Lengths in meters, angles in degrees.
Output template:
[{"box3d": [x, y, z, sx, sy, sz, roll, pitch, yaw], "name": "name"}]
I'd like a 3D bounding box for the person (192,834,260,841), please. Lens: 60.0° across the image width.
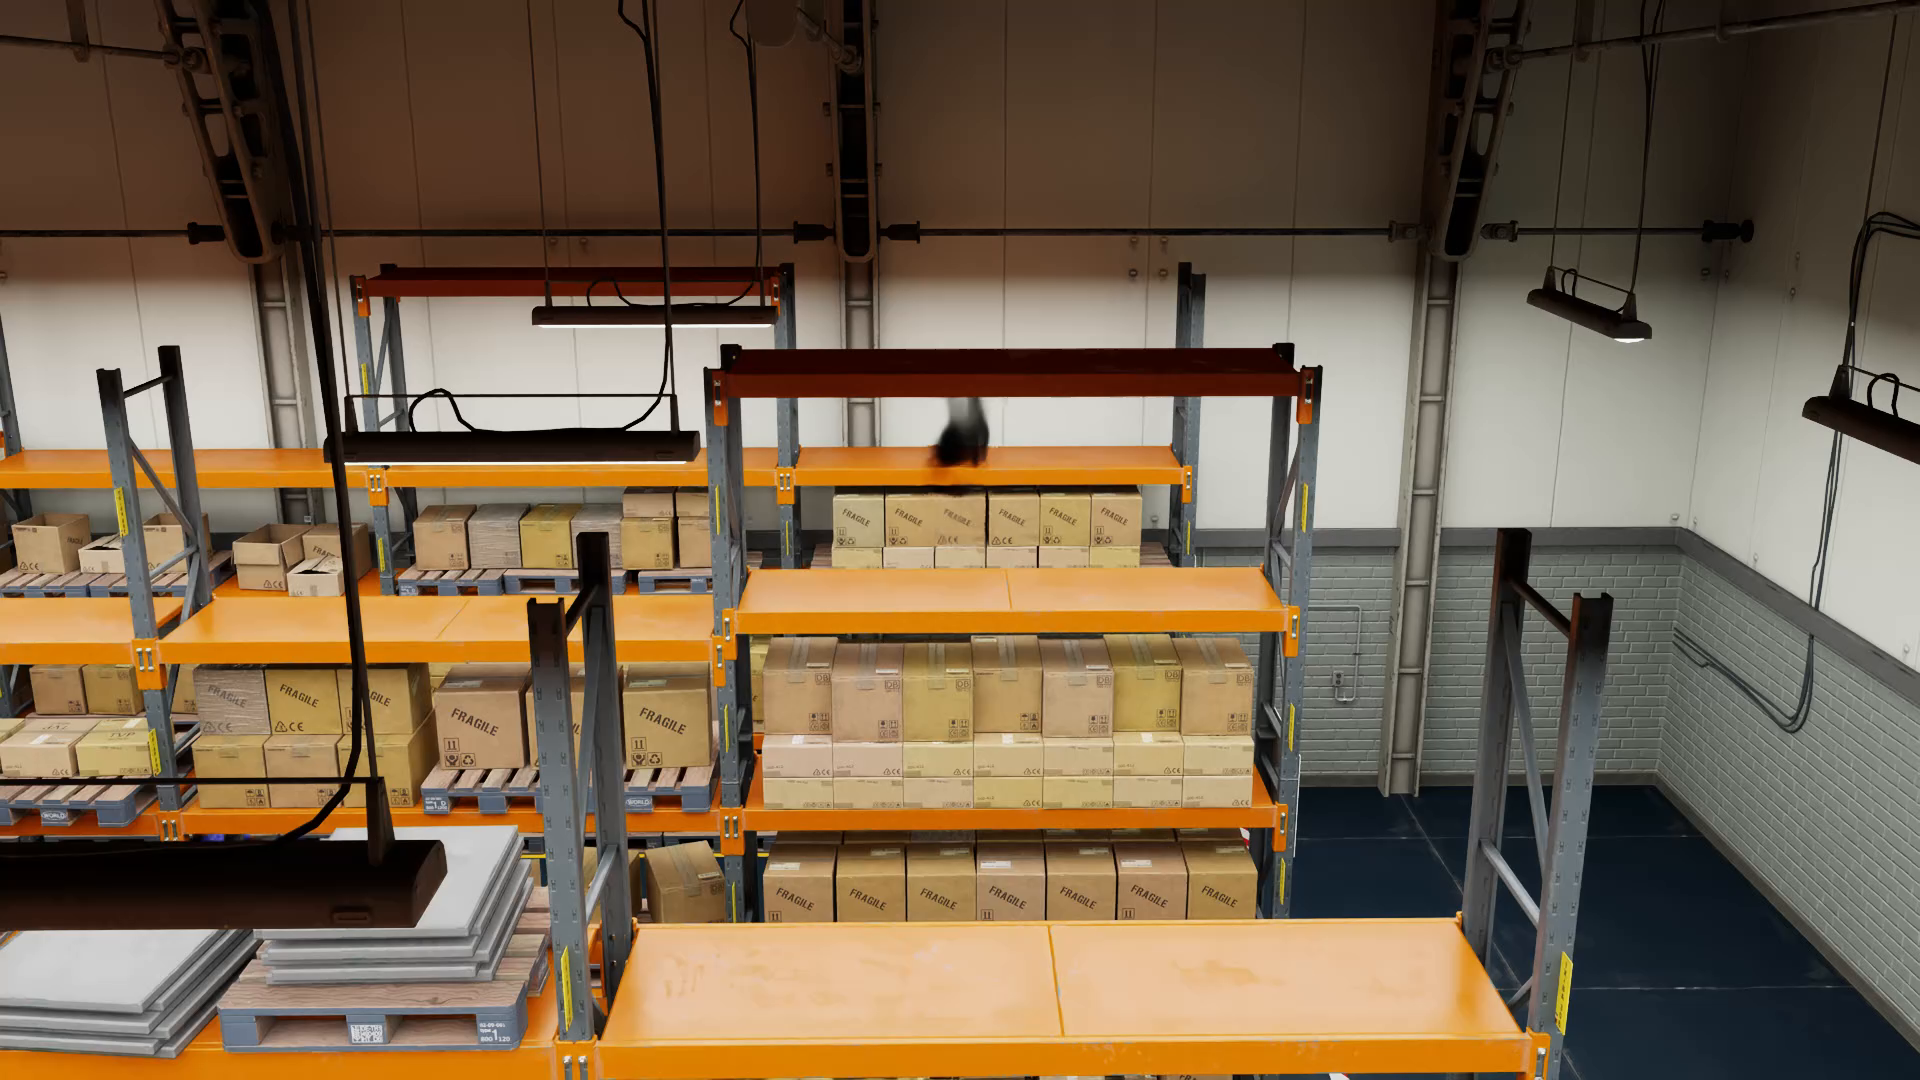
[{"box3d": [-6.550, 3.145, 14.967, 0.950, 1.524, 0.603, 1, 16, 2], "name": "person"}]
